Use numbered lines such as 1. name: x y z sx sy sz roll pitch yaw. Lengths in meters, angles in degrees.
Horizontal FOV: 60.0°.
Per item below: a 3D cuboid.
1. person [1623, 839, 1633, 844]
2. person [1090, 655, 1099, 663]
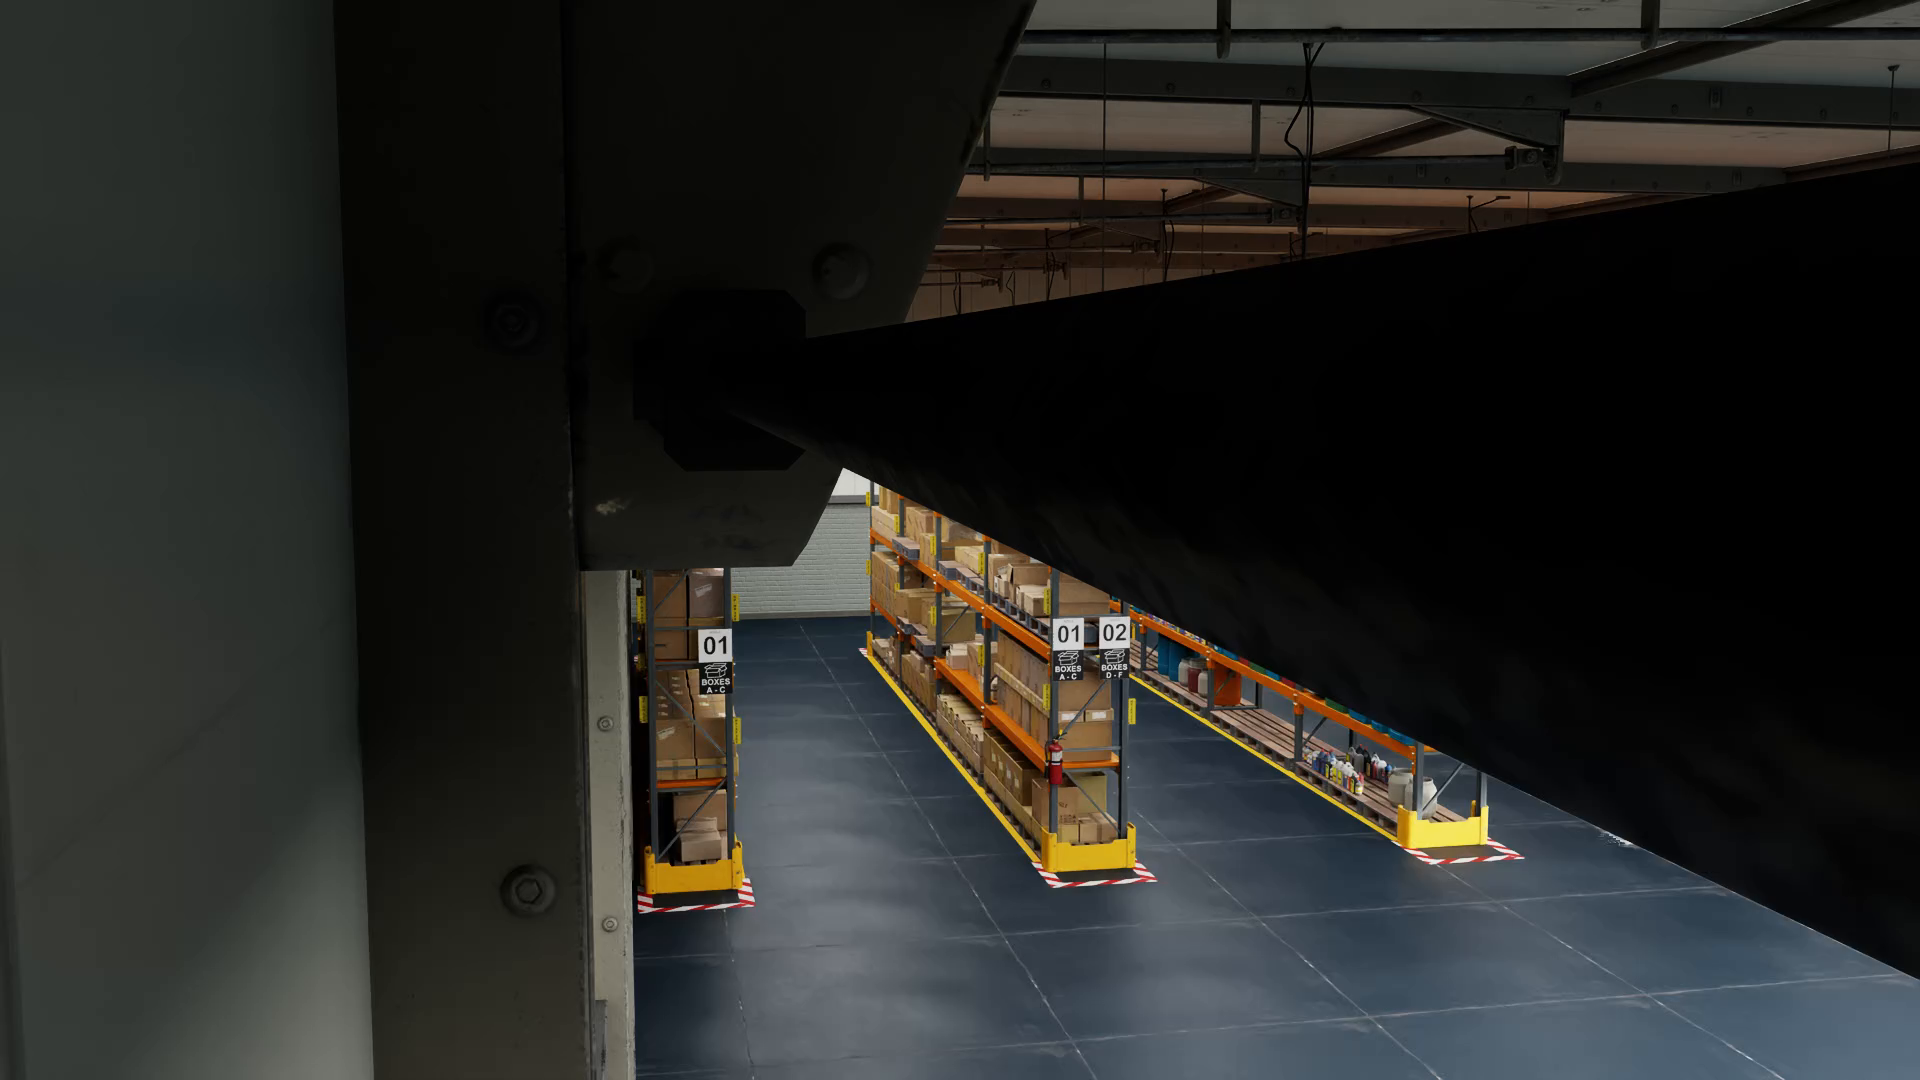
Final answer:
1. person: 9.033 3.273 21.998 0.533 1.555 0.568 4 7 32
2. person: 2.653 2.179 31.757 0.565 1.718 0.685 -2 6 -18
